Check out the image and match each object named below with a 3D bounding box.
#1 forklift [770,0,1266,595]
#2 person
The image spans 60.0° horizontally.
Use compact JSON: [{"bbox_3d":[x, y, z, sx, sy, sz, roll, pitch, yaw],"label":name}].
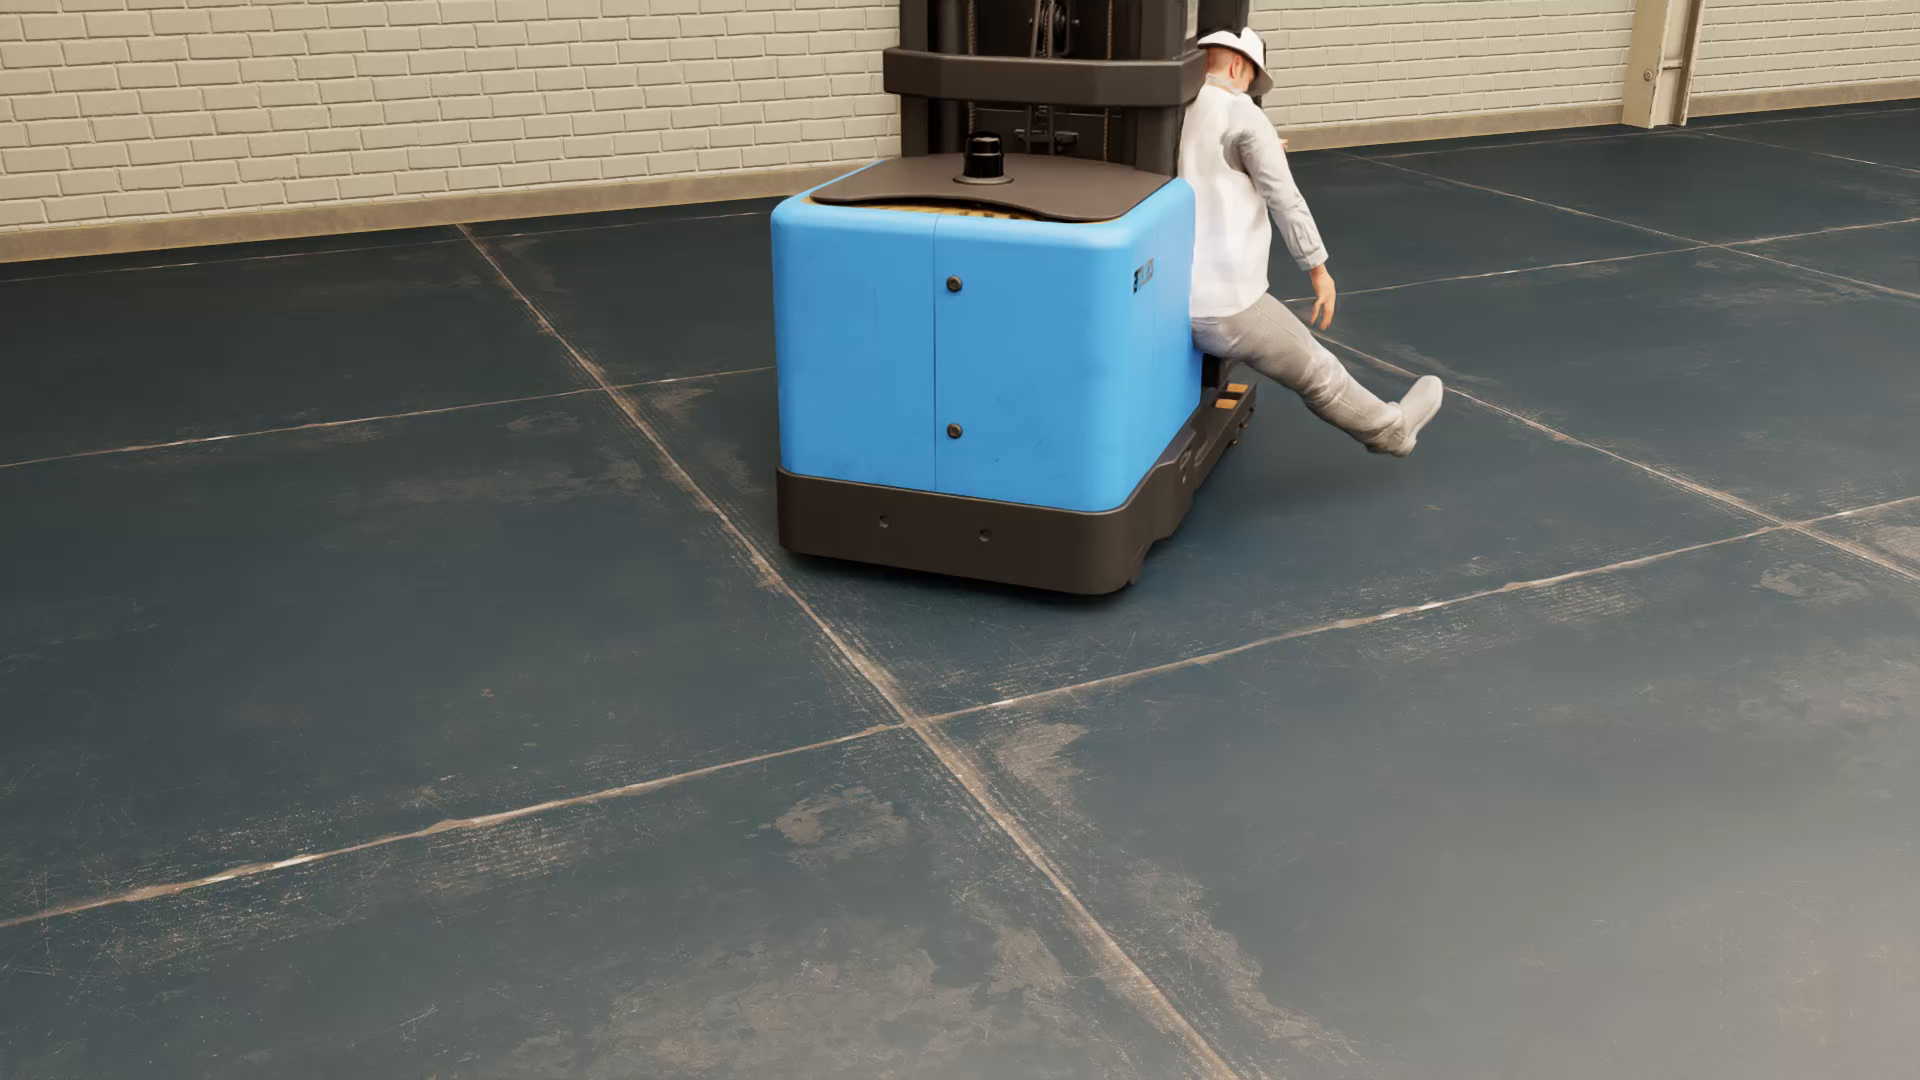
[{"bbox_3d":[0.450,-1.738,5.471,1.130,2.935,3.031,8,24,19],"label":"forklift"},{"bbox_3d":[0.945,-0.966,5.402,1.077,1.402,0.977,-13,26,-29],"label":"person"}]
